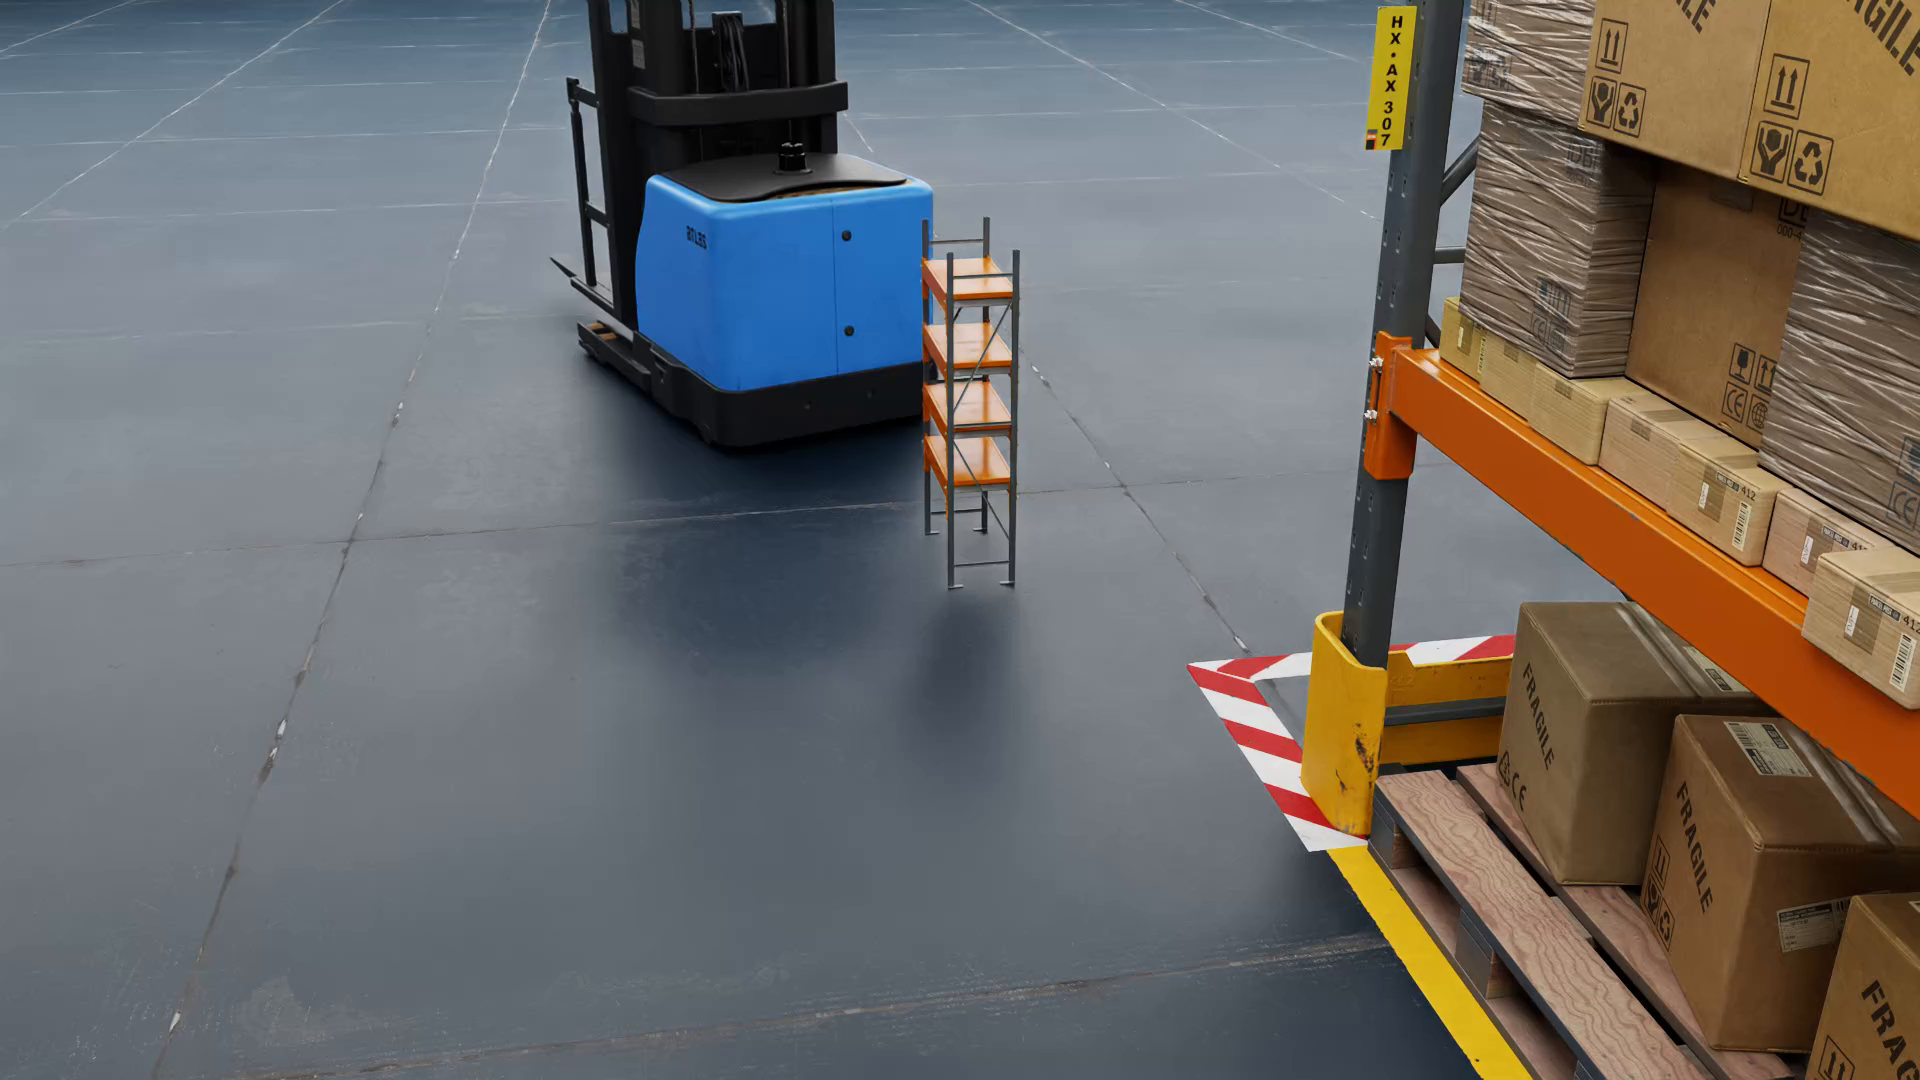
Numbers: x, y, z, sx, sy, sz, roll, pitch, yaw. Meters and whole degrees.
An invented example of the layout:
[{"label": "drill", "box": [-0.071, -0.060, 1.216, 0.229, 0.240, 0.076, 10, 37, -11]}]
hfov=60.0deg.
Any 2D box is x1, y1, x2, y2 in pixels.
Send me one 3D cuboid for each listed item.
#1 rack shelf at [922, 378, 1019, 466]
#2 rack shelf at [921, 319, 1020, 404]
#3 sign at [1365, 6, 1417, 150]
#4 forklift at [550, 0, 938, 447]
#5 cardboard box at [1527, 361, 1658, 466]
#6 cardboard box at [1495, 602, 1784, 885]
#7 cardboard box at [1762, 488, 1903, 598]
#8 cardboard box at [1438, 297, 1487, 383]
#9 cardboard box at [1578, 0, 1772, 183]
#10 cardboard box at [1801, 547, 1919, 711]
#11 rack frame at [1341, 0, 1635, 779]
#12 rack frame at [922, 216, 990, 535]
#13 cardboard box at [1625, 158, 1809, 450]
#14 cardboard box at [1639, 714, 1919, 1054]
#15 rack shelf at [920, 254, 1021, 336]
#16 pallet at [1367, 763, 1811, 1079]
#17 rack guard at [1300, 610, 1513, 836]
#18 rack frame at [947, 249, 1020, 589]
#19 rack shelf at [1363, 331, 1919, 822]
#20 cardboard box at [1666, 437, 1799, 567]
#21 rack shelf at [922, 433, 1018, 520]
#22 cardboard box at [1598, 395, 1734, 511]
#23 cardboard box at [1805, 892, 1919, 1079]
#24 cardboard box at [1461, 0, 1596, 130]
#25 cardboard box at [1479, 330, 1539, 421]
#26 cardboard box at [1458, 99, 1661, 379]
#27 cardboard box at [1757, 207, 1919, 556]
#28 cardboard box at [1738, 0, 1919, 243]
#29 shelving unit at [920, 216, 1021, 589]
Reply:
[{"label": "rack shelf", "box": [0.031, -0.423, 5.888, 0.258, 0.148, 0.480, -4, 24, -10]}, {"label": "rack shelf", "box": [0.031, -0.628, 5.798, 0.258, 0.148, 0.480, -4, 24, -10]}, {"label": "sign", "box": [1.009, -1.077, 3.886, 0.100, 0.325, 0.005, -4, 24, -10]}, {"label": "forklift", "box": [-1.265, -2.282, 7.812, 1.130, 2.935, 3.031, -13, 27, -27]}, {"label": "cardboard box", "box": [1.420, -0.276, 3.449, 0.380, 0.149, 0.250, -4, 24, -10]}, {"label": "cardboard box", "box": [1.641, 0.479, 4.003, 0.500, 0.500, 0.500, 0, 24, 0]}, {"label": "cardboard box", "box": [1.599, 0.016, 2.780, 0.380, 0.149, 0.250, -4, 24, -10]}, {"label": "cardboard box", "box": [1.361, -0.476, 3.905, 0.380, 0.149, 0.250, -4, 24, -10]}, {"label": "cardboard box", "box": [1.462, -0.927, 2.879, 0.500, 0.500, 0.500, -4, 24, -10]}, {"label": "cardboard box", "box": [1.543, 0.122, 2.538, 0.380, 0.149, 0.250, -4, 24, -10]}, {"label": "rack frame", "box": [1.542, -0.720, 4.152, 1.000, 3.000, 0.127, -4, 24, -10]}, {"label": "rack frame", "box": [-0.014, -0.581, 6.081, 0.240, 1.200, 0.015, -4, 24, -10]}, {"label": "cardboard box", "box": [1.827, -0.496, 3.142, 0.875, 0.500, 0.500, -4, 24, -10]}, {"label": "cardboard box", "box": [1.786, 0.712, 3.470, 0.500, 0.500, 0.500, 2, 24, 4]}, {"label": "rack shelf", "box": [0.031, -0.845, 5.704, 0.258, 0.148, 0.480, -4, 24, -10]}, {"label": "pallet", "box": [1.672, 0.909, 3.904, 1.003, 0.211, 1.213, -4, 24, -10]}, {"label": "rack guard", "box": [1.556, 0.455, 4.584, 1.175, 0.500, 0.348, -4, 24, -10]}, {"label": "rack frame", "box": [0.076, -0.389, 5.641, 0.240, 1.200, 0.015, -4, 24, -10]}, {"label": "rack shelf", "box": [1.912, 0.396, 2.495, 1.077, 0.370, 4.000, -4, 24, -10]}, {"label": "cardboard box", "box": [1.526, -0.081, 3.001, 0.380, 0.149, 0.250, -4, 24, -10]}, {"label": "rack shelf", "box": [0.031, -0.241, 5.967, 0.258, 0.148, 0.480, -4, 24, -10]}, {"label": "cardboard box", "box": [1.486, -0.180, 3.227, 0.380, 0.149, 0.250, -4, 24, -10]}, {"label": "cardboard box", "box": [1.883, 0.960, 2.903, 0.500, 0.500, 0.500, -2, 24, -5]}, {"label": "cardboard box", "box": [1.376, -1.124, 3.331, 0.500, 0.500, 0.500, -4, 24, -10]}, {"label": "cardboard box", "box": [1.388, -0.376, 3.677, 0.380, 0.149, 0.250, -4, 24, -10]}, {"label": "cardboard box", "box": [1.617, -0.684, 3.572, 0.875, 0.500, 0.500, -4, 24, -10]}, {"label": "cardboard box", "box": [1.878, -0.297, 2.685, 0.875, 0.500, 0.500, -4, 24, -10]}, {"label": "cardboard box", "box": [1.556, -0.731, 2.429, 0.500, 0.500, 0.500, -4, 24, -10]}, {"label": "shelving unit", "box": [0.031, -0.485, 5.861, 0.258, 1.200, 0.503, -4, 24, -10]}]
